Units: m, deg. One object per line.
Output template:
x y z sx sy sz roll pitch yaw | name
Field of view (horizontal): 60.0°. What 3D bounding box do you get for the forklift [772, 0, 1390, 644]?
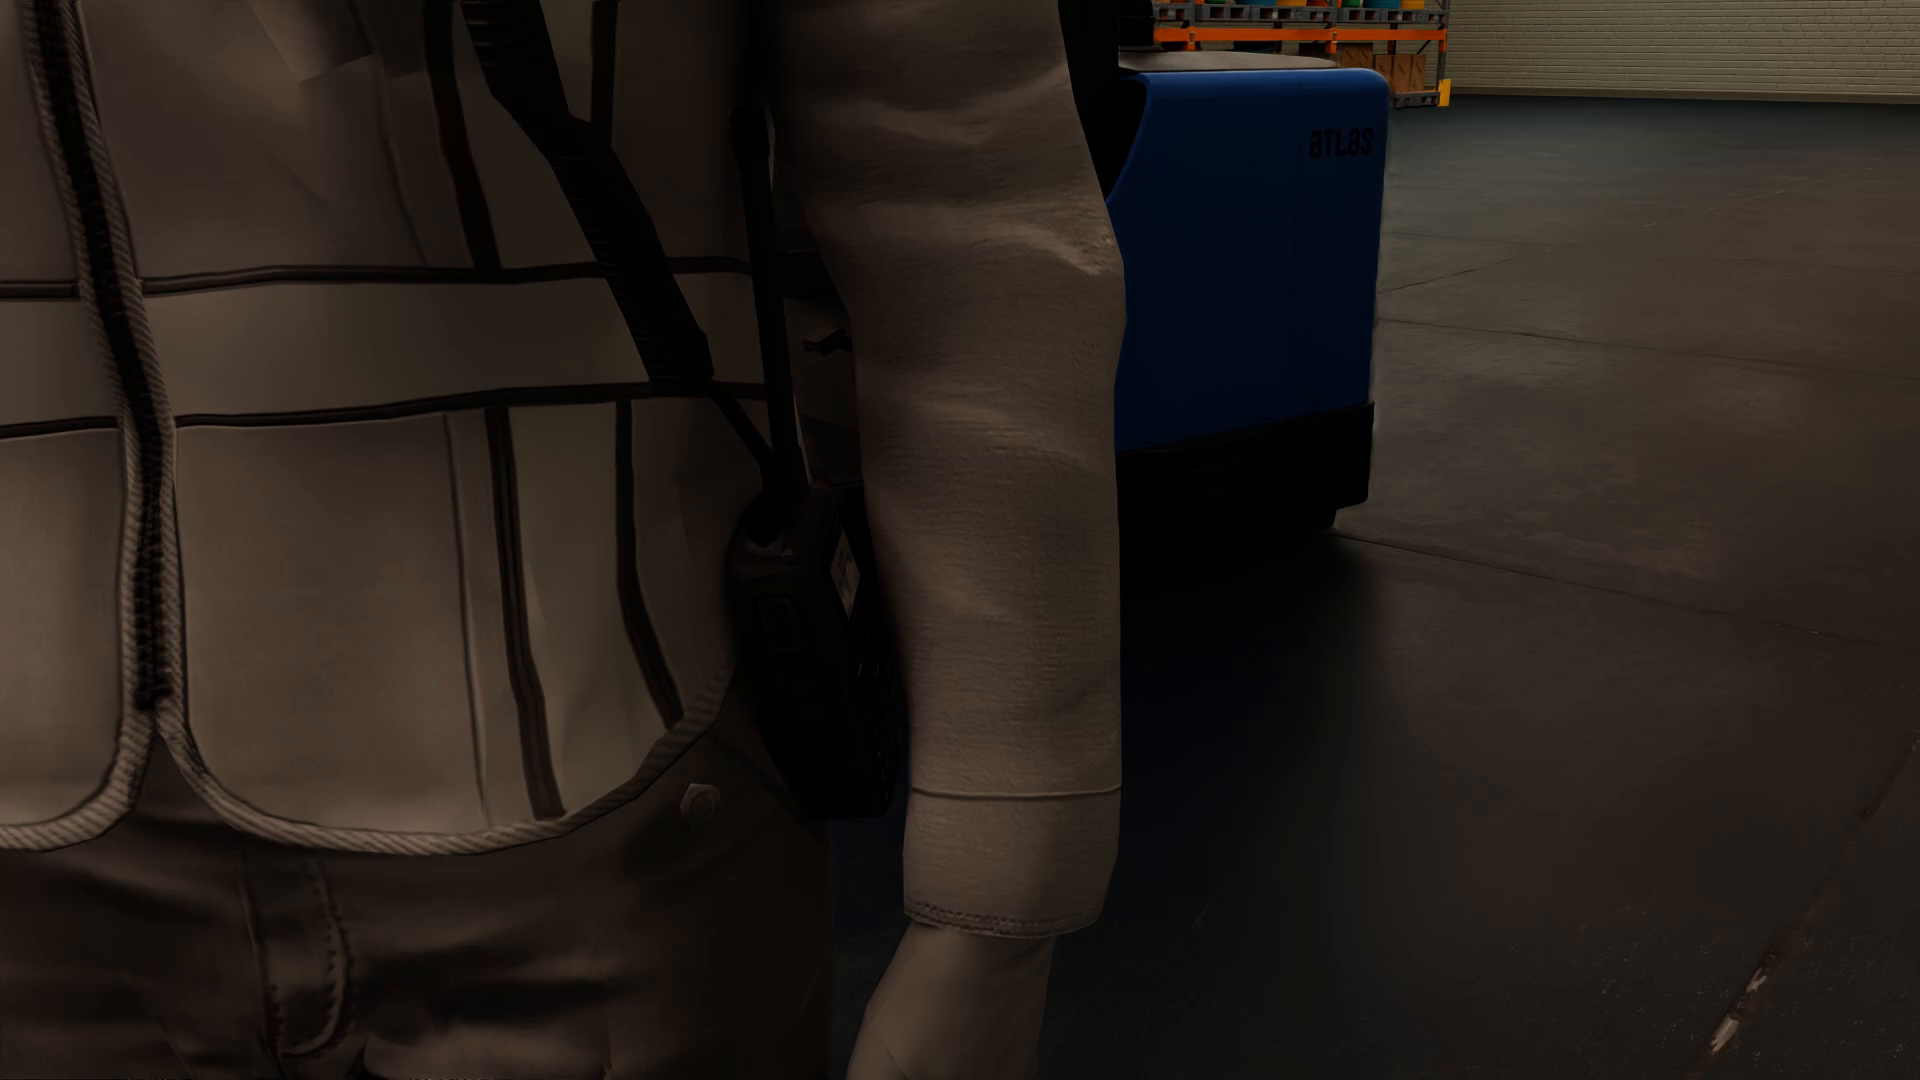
-0.489 -1.290 3.146 3.031 2.935 1.130 -13 21 -36 | forklift
